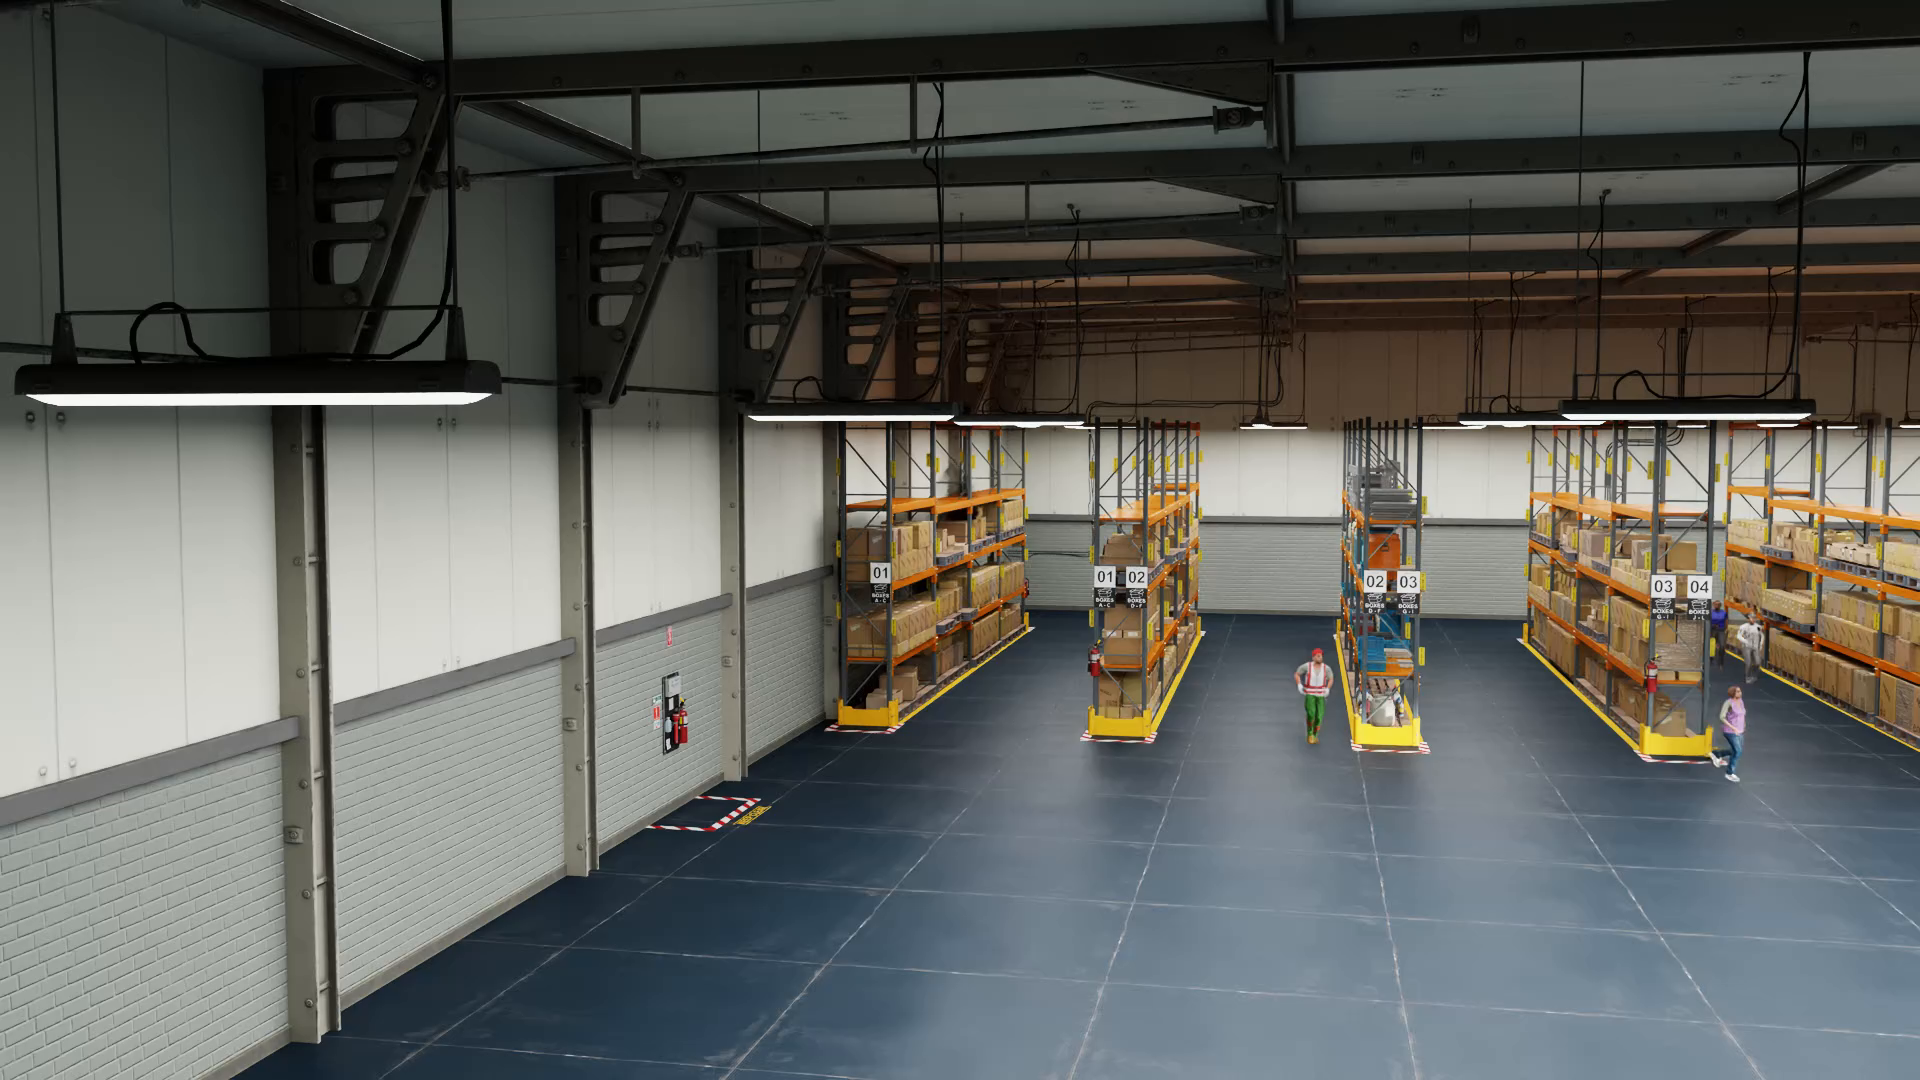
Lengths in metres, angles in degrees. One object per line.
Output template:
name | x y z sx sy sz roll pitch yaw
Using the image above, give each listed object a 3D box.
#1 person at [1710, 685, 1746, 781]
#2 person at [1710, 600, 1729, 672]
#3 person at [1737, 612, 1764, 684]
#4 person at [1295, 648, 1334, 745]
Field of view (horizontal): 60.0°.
person | 12.690 3.169 27.487 0.549 1.584 0.608 -2 4 -32
person | 18.264 2.298 40.142 0.582 1.706 0.832 1 4 15
person | 17.915 2.445 37.638 0.618 1.660 0.538 1 4 10
person | 6.511 2.862 30.445 0.674 1.761 0.627 0 4 1
